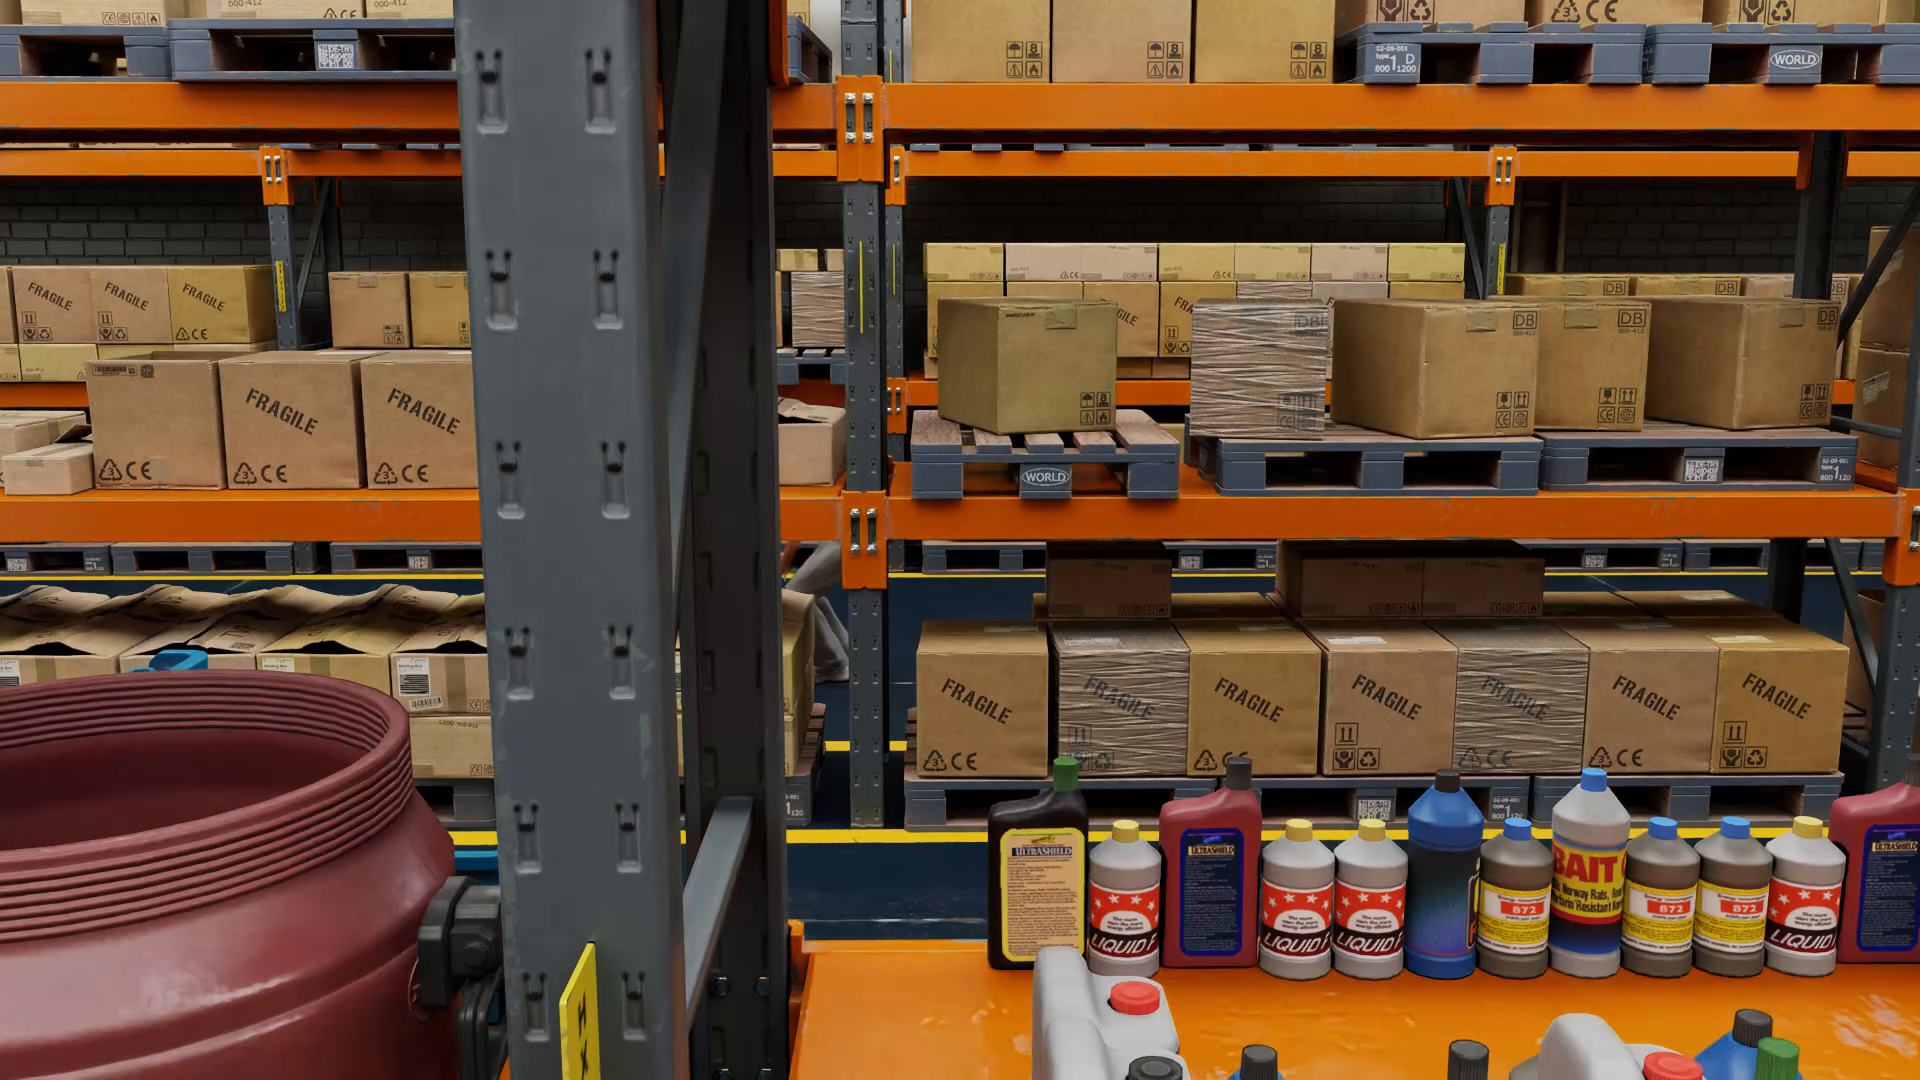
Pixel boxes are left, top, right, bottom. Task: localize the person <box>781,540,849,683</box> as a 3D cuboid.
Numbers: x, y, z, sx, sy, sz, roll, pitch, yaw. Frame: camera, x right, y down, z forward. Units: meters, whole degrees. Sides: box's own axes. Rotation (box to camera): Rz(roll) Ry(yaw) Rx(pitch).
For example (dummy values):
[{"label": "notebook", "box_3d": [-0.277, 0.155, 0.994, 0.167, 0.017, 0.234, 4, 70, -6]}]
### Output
[{"label": "person", "box_3d": [-0.744, 0.077, 8.544, 0.683, 1.304, 0.491, 0, 10, -1]}]
